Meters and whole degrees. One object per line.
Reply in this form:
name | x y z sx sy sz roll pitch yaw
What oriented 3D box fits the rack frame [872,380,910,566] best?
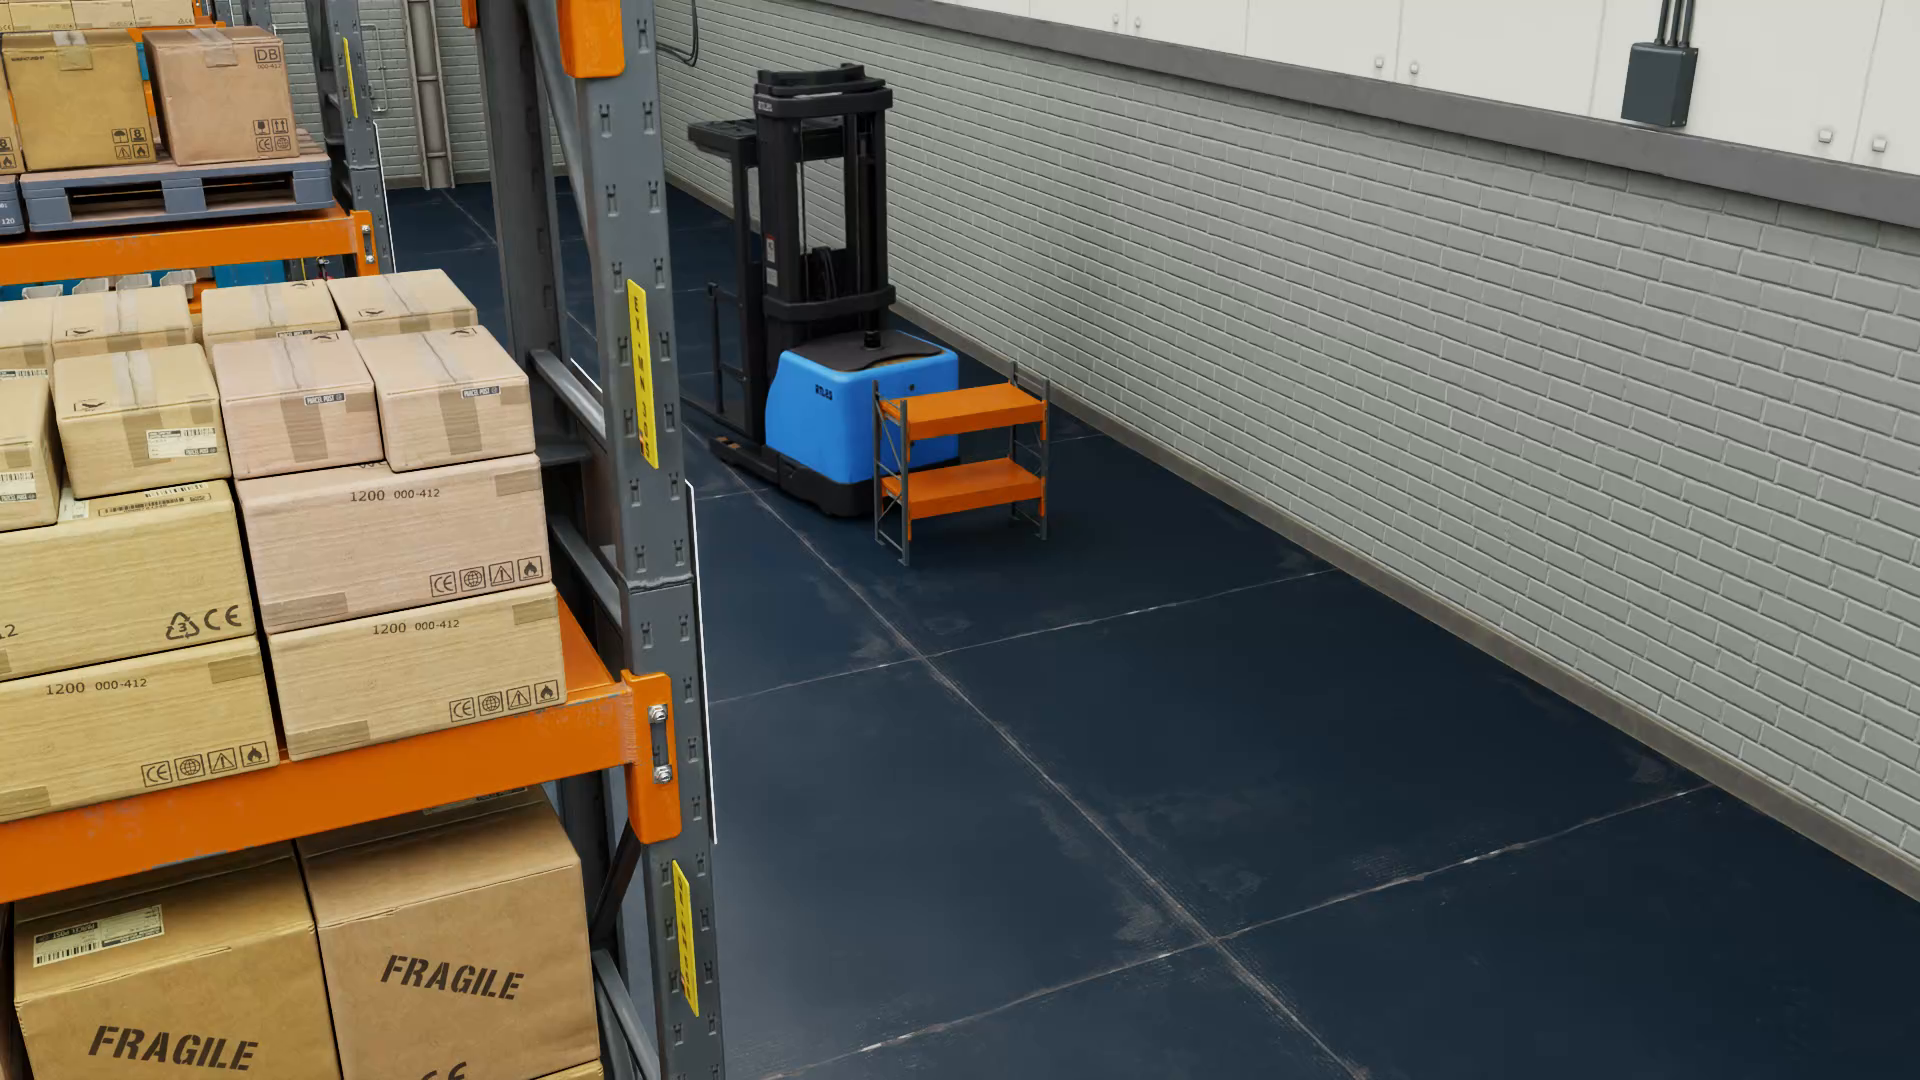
rack frame | -0.452 -0.437 10.834 0.032 1.125 0.500 -10 25 -24

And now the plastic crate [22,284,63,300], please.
plastic crate | -6.418 -1.681 11.656 0.250 0.136 0.298 -10 25 -24

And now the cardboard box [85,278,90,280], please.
cardboard box | -8.392 -2.444 16.253 0.500 0.250 0.500 -10 25 -24

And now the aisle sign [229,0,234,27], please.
aisle sign | -6.946 -4.941 15.865 0.004 0.787 0.394 -10 25 -24

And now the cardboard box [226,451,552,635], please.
cardboard box | -1.091 -0.077 3.134 0.500 0.250 0.500 -11 25 -25

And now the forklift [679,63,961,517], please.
forklift | -1.268 -2.017 12.291 1.130 2.935 3.031 -16 27 -33

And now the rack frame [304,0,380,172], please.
rack frame | -2.847 -3.191 7.193 0.127 3.000 1.000 -10 25 -24

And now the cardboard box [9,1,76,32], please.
cardboard box | -8.389 -4.808 15.217 0.500 0.250 0.500 -10 25 -24

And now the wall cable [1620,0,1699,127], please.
wall cable | 3.743 -4.428 5.975 0.120 5.999 2.277 -10 25 -24

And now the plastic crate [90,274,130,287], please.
plastic crate | -6.296 -1.967 12.347 0.298 0.136 0.250 -10 25 -24

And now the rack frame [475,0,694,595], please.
rack frame | -0.787 -1.465 3.024 0.127 3.000 1.000 -10 25 -24

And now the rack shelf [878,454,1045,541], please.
rack shelf | 0.006 -0.295 11.131 1.000 0.278 0.538 -10 25 -24

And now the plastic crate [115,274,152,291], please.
plastic crate | -5.919 -1.791 11.922 0.243 0.136 0.396 -10 25 -24

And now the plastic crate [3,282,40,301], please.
plastic crate | -6.817 -1.881 12.012 0.300 0.233 0.416 -10 25 -24

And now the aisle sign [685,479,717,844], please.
aisle sign | -0.591 0.197 3.453 0.004 0.787 0.394 -10 25 -24

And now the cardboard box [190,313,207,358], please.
cardboard box | -3.847 -0.764 8.001 0.500 0.500 0.500 -11 25 -25

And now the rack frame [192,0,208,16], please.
rack frame | -9.292 -5.540 20.713 0.127 3.000 1.000 -10 25 -24

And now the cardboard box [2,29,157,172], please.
cardboard box | -3.851 -1.935 7.270 0.500 0.500 0.700 -11 25 -26

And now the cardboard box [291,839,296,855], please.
cardboard box | -1.758 0.730 3.737 0.500 0.500 0.500 -10 24 -22

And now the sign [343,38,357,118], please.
sign | -2.624 -1.988 7.156 0.005 0.325 0.100 -10 25 -24

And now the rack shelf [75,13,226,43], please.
rack shelf | -8.942 -4.556 15.352 4.000 0.370 1.077 -10 25 -24

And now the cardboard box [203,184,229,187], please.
cardboard box | -7.425 -3.712 16.165 0.500 0.500 0.500 -10 24 -22

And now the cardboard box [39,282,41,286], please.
cardboard box | -9.053 -2.534 16.137 0.637 0.503 0.797 -10 25 -24

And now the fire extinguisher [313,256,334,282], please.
fire extinguisher | -4.662 -1.787 12.233 0.183 0.674 0.296 -10 25 -24

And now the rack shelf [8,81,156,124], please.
rack shelf | -6.797 -2.848 11.227 4.000 0.370 1.077 -10 25 -24

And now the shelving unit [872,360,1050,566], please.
shelving unit | 0.006 -0.521 11.038 1.048 1.125 0.538 -10 25 -24

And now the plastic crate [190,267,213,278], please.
plastic crate | -5.685 -2.080 12.619 0.298 0.136 0.250 -10 25 -24

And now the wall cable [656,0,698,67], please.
wall cable | -4.040 -7.693 22.128 0.112 2.526 3.097 -10 25 -24

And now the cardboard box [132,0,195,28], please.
cardboard box | -7.488 -4.974 15.619 0.500 0.250 0.500 -10 25 -24

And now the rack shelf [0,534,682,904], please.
rack shelf | -2.589 0.585 2.933 4.000 0.370 1.077 -10 25 -24

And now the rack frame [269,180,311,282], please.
rack frame | -4.995 -2.126 12.464 0.127 3.000 1.000 -10 25 -24

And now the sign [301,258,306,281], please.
sign | -4.742 -2.015 11.982 0.005 0.325 0.100 -10 25 -24

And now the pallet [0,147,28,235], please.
pallet | -4.612 -1.434 6.986 1.213 0.211 1.003 -10 25 -24

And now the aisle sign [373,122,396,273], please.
aisle sign | -2.652 -1.529 7.623 0.004 0.787 0.394 -10 25 -24

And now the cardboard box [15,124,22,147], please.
cardboard box | -8.804 -3.917 15.352 0.500 0.500 0.500 -10 24 -22

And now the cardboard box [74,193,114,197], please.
cardboard box | -8.343 -3.544 15.758 0.500 0.500 0.500 -10 25 -23

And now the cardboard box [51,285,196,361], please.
cardboard box | -1.691 -0.394 3.379 0.250 0.149 0.380 -10 25 -24

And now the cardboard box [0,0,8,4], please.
cardboard box | -8.842 -4.958 14.927 0.500 0.250 0.500 -10 25 -24

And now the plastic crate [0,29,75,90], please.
plastic crate | -6.491 -3.325 11.519 0.767 0.338 0.504 -10 25 -24

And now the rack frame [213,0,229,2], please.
rack frame | -7.140 -6.606 15.442 0.127 3.000 1.000 -10 25 -24

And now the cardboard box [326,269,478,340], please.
cardboard box | -1.177 -0.450 3.514 0.250 0.149 0.380 -11 25 -24

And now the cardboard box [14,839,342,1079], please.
cardboard box | -1.548 0.907 3.310 0.500 0.500 0.500 -11 25 -25

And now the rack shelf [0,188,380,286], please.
rack shelf | -4.649 -1.141 7.103 4.000 0.370 1.077 -10 25 -24

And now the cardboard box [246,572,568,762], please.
cardboard box | -1.082 0.157 3.223 0.500 0.250 0.500 -11 25 -25

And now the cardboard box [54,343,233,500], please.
cardboard box | -1.455 -0.219 2.955 0.250 0.149 0.380 -11 25 -25

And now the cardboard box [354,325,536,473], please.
cardboard box | -0.959 -0.269 3.076 0.250 0.149 0.380 -11 25 -24
